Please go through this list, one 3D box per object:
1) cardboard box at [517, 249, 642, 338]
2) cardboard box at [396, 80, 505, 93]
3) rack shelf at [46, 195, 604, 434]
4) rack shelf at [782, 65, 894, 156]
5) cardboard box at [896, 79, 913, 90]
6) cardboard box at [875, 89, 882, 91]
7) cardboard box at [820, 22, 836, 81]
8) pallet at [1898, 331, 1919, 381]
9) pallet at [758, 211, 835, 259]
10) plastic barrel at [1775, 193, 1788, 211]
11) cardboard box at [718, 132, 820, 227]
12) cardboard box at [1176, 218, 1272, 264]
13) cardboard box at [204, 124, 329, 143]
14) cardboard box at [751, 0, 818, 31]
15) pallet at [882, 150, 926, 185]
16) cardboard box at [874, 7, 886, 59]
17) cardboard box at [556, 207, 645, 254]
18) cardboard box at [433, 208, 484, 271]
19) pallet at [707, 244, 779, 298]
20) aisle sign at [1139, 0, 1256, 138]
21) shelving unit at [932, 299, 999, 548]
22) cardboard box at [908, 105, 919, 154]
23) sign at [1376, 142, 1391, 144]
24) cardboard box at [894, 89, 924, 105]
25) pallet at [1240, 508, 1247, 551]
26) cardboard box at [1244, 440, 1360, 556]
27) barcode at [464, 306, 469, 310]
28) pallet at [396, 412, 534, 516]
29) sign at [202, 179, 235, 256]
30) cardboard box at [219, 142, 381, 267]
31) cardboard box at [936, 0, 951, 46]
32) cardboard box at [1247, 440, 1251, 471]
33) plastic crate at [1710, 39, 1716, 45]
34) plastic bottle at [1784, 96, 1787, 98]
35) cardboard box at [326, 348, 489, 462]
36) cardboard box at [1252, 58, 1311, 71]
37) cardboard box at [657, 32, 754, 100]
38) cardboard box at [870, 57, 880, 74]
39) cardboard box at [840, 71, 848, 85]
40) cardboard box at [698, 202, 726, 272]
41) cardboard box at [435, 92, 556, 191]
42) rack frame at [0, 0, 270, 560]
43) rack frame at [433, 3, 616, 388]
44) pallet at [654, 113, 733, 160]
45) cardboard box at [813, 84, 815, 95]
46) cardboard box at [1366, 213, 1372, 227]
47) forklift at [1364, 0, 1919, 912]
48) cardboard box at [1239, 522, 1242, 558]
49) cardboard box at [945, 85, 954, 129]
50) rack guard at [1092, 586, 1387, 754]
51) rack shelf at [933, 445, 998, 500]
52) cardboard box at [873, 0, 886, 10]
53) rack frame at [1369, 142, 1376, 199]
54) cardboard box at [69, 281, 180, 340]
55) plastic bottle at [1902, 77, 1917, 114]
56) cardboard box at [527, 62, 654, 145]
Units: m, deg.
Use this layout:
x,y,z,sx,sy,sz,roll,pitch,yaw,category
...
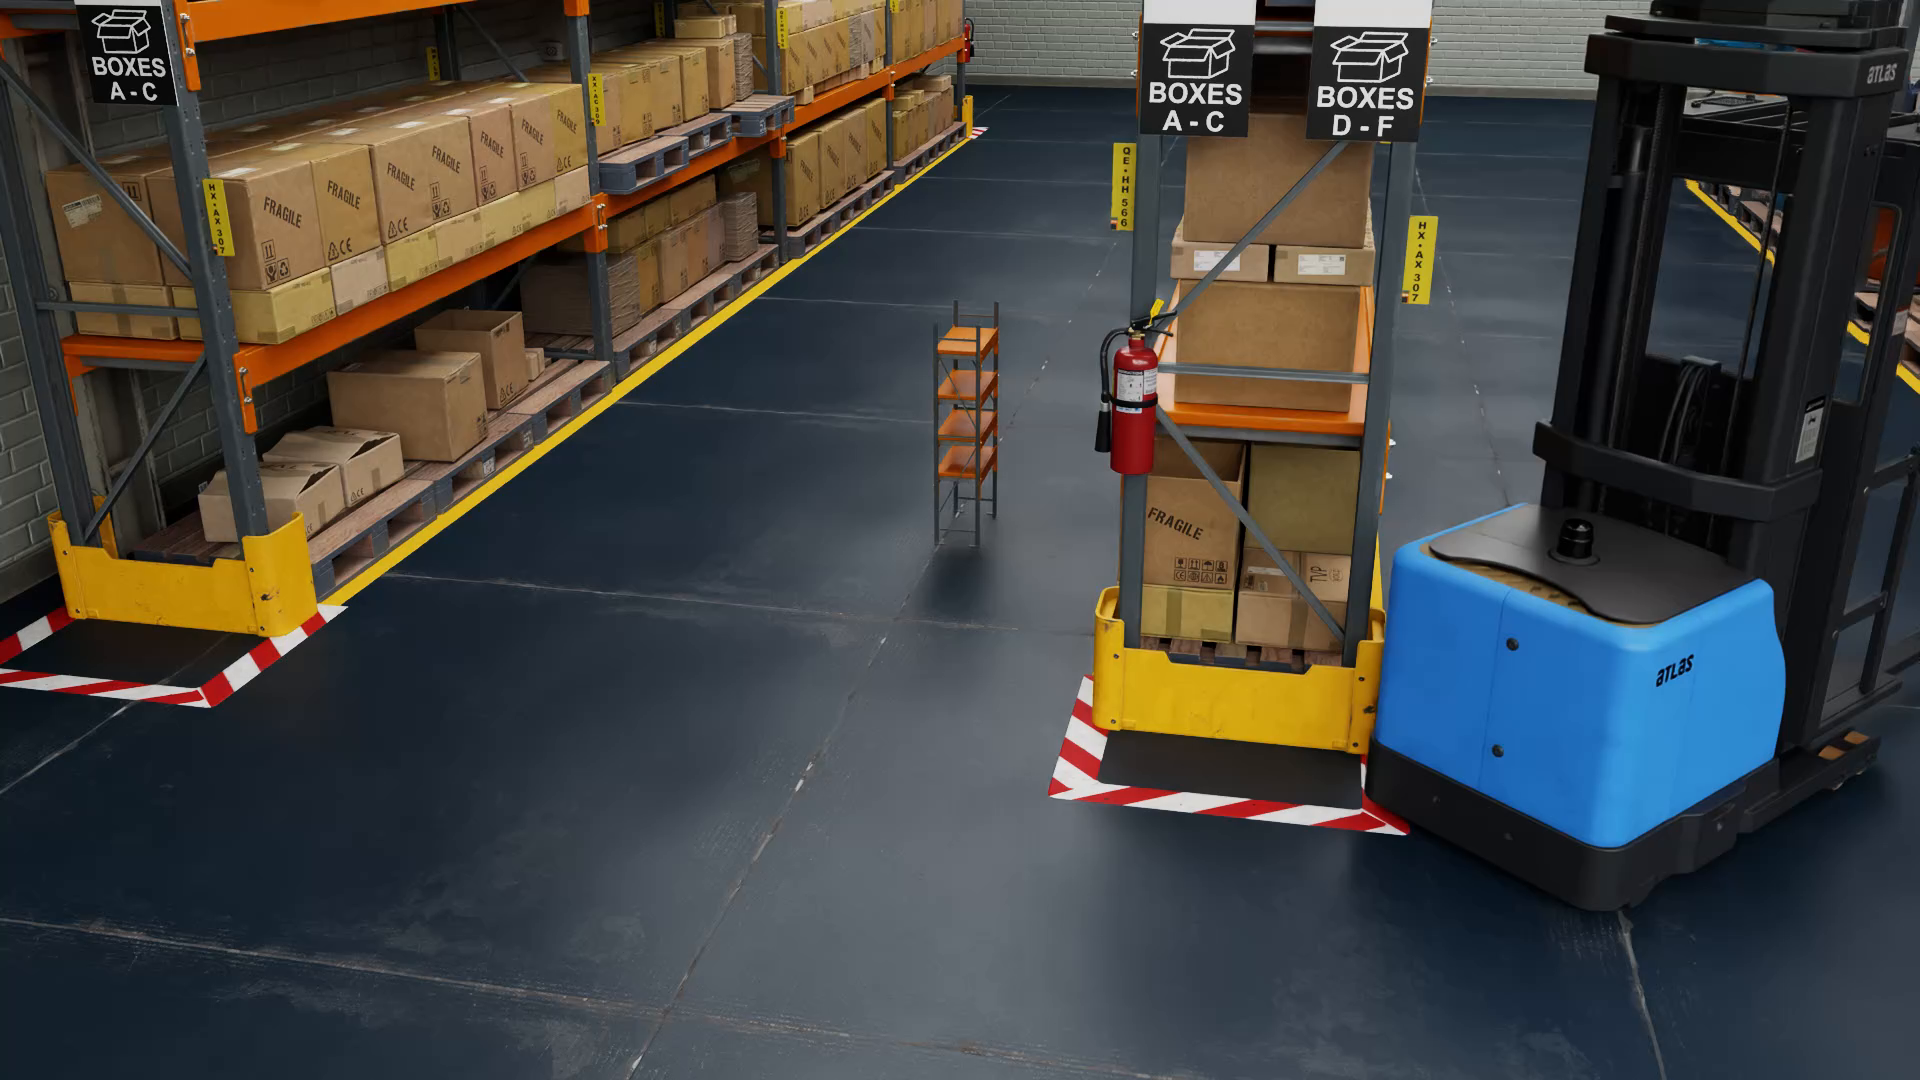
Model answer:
x,y,z,sx,sy,sz,roll,pitch,yaw,category
-2.747,-1.792,12.046,0.700,0.500,0.500,5,23,13,cardboard box
-3.181,-2.609,10.486,0.500,0.500,0.500,4,22,10,cardboard box
-3.289,-1.412,9.308,1.077,0.370,4.000,4,22,11,rack shelf
-1.656,-4.338,16.572,1.077,0.370,4.000,4,22,11,rack shelf
-0.801,-5.723,20.963,0.380,0.149,0.250,5,22,11,cardboard box
-1.008,-5.349,20.035,0.380,0.149,0.250,5,22,11,cardboard box
-1.497,-4.664,15.861,0.500,0.500,0.500,4,22,11,cardboard box
7.187,-1.166,11.467,1.003,0.211,1.213,4,22,11,pallet
-1.830,-2.929,15.844,1.003,0.211,1.213,4,22,11,pallet
8.323,-3.672,16.202,0.600,0.901,0.708,4,22,11,plastic barrel
-1.786,-3.397,15.588,0.750,0.750,0.750,4,22,10,cardboard box
1.097,-1.235,6.904,0.380,0.149,0.250,5,22,12,cardboard box
-3.595,-1.863,8.635,0.500,0.500,0.500,4,22,9,cardboard box
-1.611,-4.825,15.255,0.500,0.250,0.500,4,22,10,cardboard box
-1.017,-4.382,19.451,1.003,0.211,1.213,4,22,11,pallet
-1.096,-5.409,17.709,0.500,0.500,0.500,4,22,10,cardboard box
-2.660,-2.301,12.306,0.500,0.250,0.500,4,22,10,cardboard box
-2.979,-1.670,9.159,0.500,0.250,0.500,5,22,11,cardboard box
-2.225,-2.361,14.433,1.003,0.211,1.213,4,22,11,pallet
0.852,-1.842,5.933,0.394,0.787,0.004,4,22,11,aisle sign
0.034,-0.617,8.780,0.258,1.200,0.503,4,22,11,shelving unit
-0.890,-4.888,19.758,0.700,0.500,0.500,4,22,10,cardboard box
2.513,-2.498,9.775,0.100,0.325,0.005,4,22,11,sign
-0.641,-5.307,19.932,0.380,0.149,0.250,4,22,9,cardboard box
1.519,-0.072,8.751,1.003,0.211,1.213,4,22,11,pallet
1.581,-0.267,7.617,0.500,0.500,0.500,4,22,11,cardboard box
-3.226,-1.491,10.869,0.001,0.075,0.075,4,22,11,barcode
-3.230,-0.488,9.783,1.003,0.211,1.213,4,22,11,pallet
-3.166,-1.375,7.093,0.100,0.325,0.005,4,22,11,sign
-3.195,-1.634,8.065,0.500,0.500,0.500,5,22,11,cardboard box
-0.664,-6.551,20.703,0.980,0.700,0.700,4,22,10,cardboard box
1.264,-0.674,8.626,0.500,0.500,0.500,4,22,11,cardboard box
8.625,-5.514,18.674,0.416,0.233,0.300,4,22,11,plastic crate
7.908,-4.316,15.722,0.152,0.276,0.135,4,22,11,plastic bottle
-3.153,-0.778,9.528,0.700,0.500,0.500,3,22,8,cardboard box
1.578,-2.036,8.023,0.700,0.500,0.500,4,22,11,cardboard box
-2.151,-4.018,14.092,0.700,0.500,0.500,2,22,5,cardboard box
-1.069,-5.056,17.703,0.380,0.149,0.250,5,22,12,cardboard box
-1.342,-4.689,16.791,0.380,0.149,0.250,4,22,9,cardboard box
-2.379,-2.538,13.897,0.700,0.500,0.500,4,22,11,cardboard box
-2.771,-2.385,9.931,0.500,0.500,0.500,4,22,11,cardboard box
-3.697,-1.014,7.357,1.000,3.000,0.127,4,22,11,rack frame
-2.881,-2.477,10.989,1.000,3.000,0.127,4,22,11,rack frame
-2.428,-3.124,12.852,1.003,0.211,1.213,4,22,11,pallet
-1.599,-4.315,15.862,0.380,0.149,0.250,5,22,12,cardboard box
1.548,-1.300,7.065,0.380,0.149,0.250,5,22,11,cardboard box
3.006,-0.532,6.251,3.031,2.935,1.130,-16,27,-35,forklift
1.064,0.040,7.857,0.500,0.250,0.500,4,22,11,cardboard box
-0.477,-5.638,21.620,0.700,0.500,0.500,4,22,11,cardboard box
1.148,0.530,6.868,1.175,0.500,0.348,4,22,11,rack guard
0.034,-0.371,8.879,0.258,0.148,0.480,4,22,11,rack shelf
-1.093,-5.754,17.563,0.500,0.250,0.500,5,22,12,cardboard box
1.969,-2.101,10.055,1.000,3.000,0.127,4,22,11,rack frame
-3.791,-1.140,7.843,0.500,0.250,0.500,5,22,12,cardboard box
8.182,-3.823,14.398,0.144,0.351,0.185,4,22,11,plastic bottle
-2.622,-3.115,11.850,0.700,0.500,0.500,7,23,16,cardboard box
